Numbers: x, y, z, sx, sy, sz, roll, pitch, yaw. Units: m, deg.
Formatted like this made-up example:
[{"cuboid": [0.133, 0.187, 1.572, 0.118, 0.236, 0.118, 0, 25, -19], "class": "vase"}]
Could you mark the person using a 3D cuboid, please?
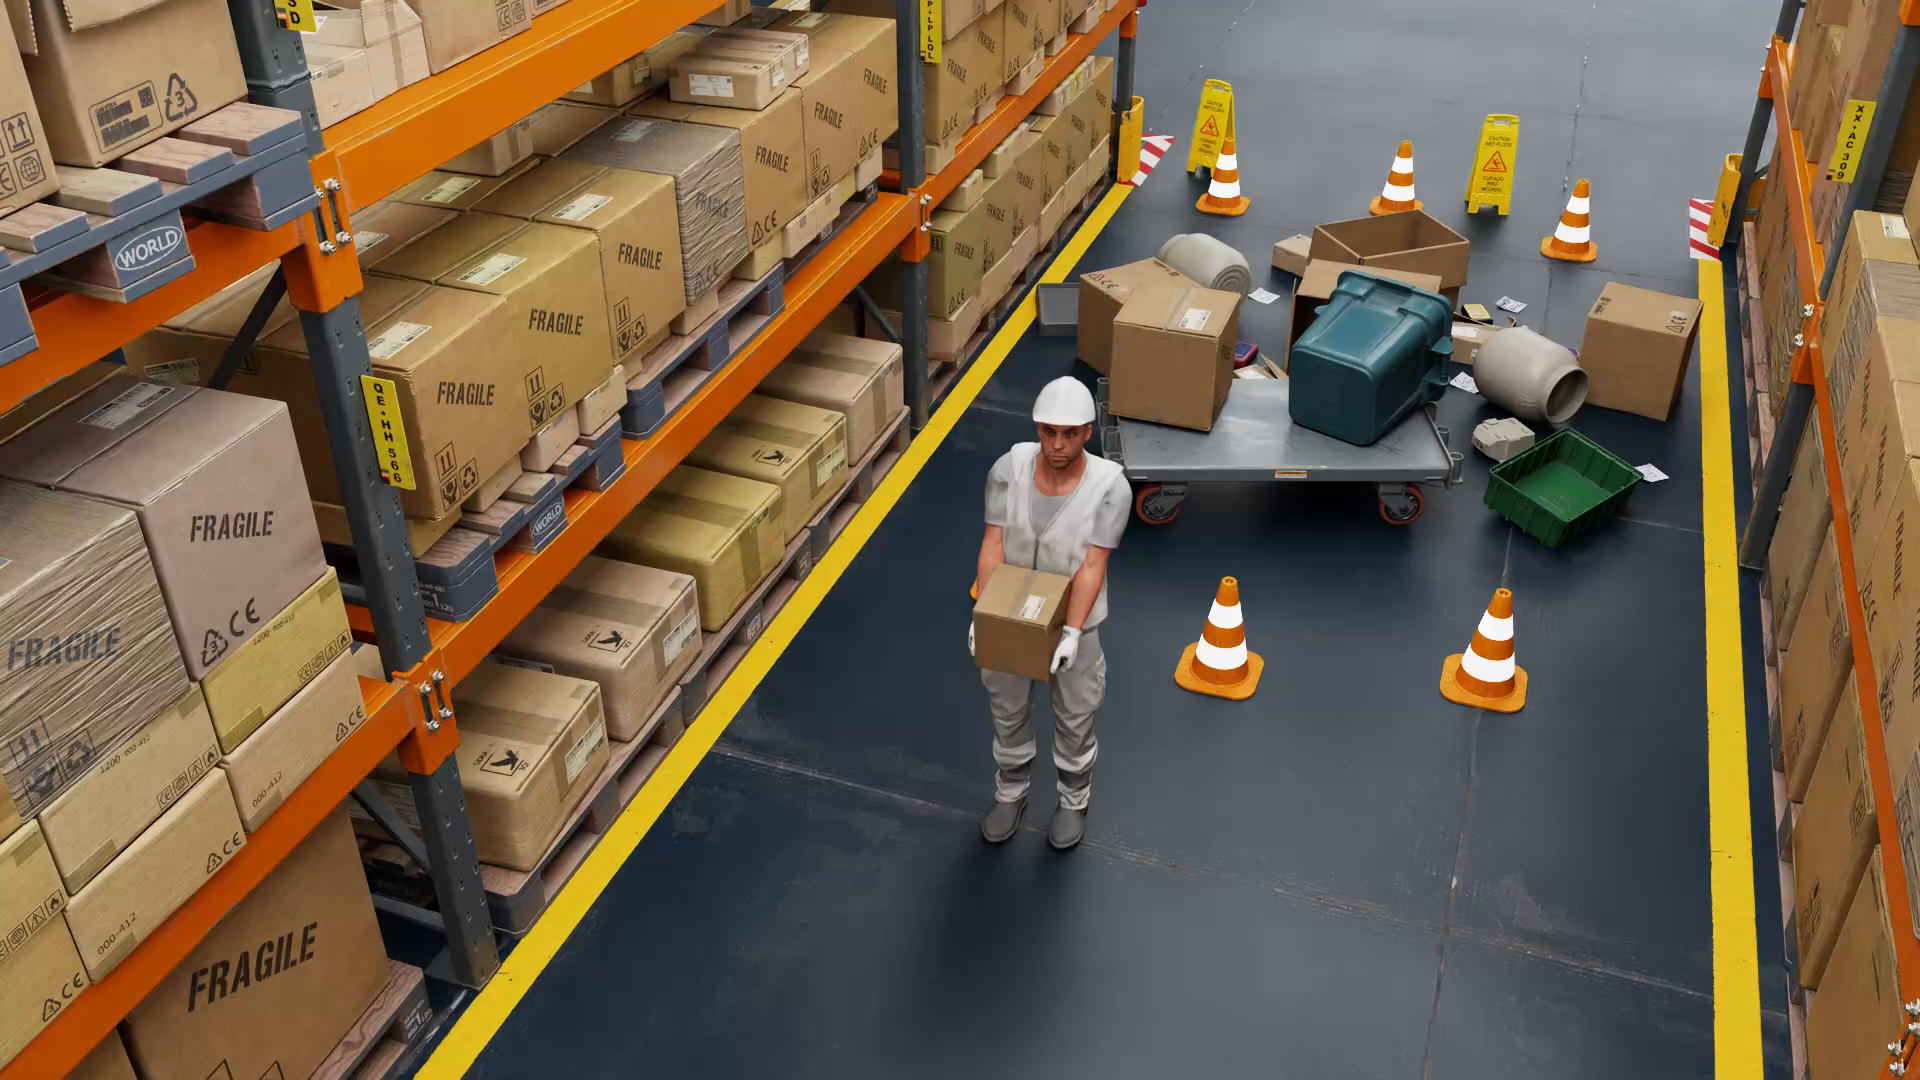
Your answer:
[{"cuboid": [0.278, 0.315, 5.633, 0.495, 1.785, 0.552, 11, 35, 17], "class": "person"}]
